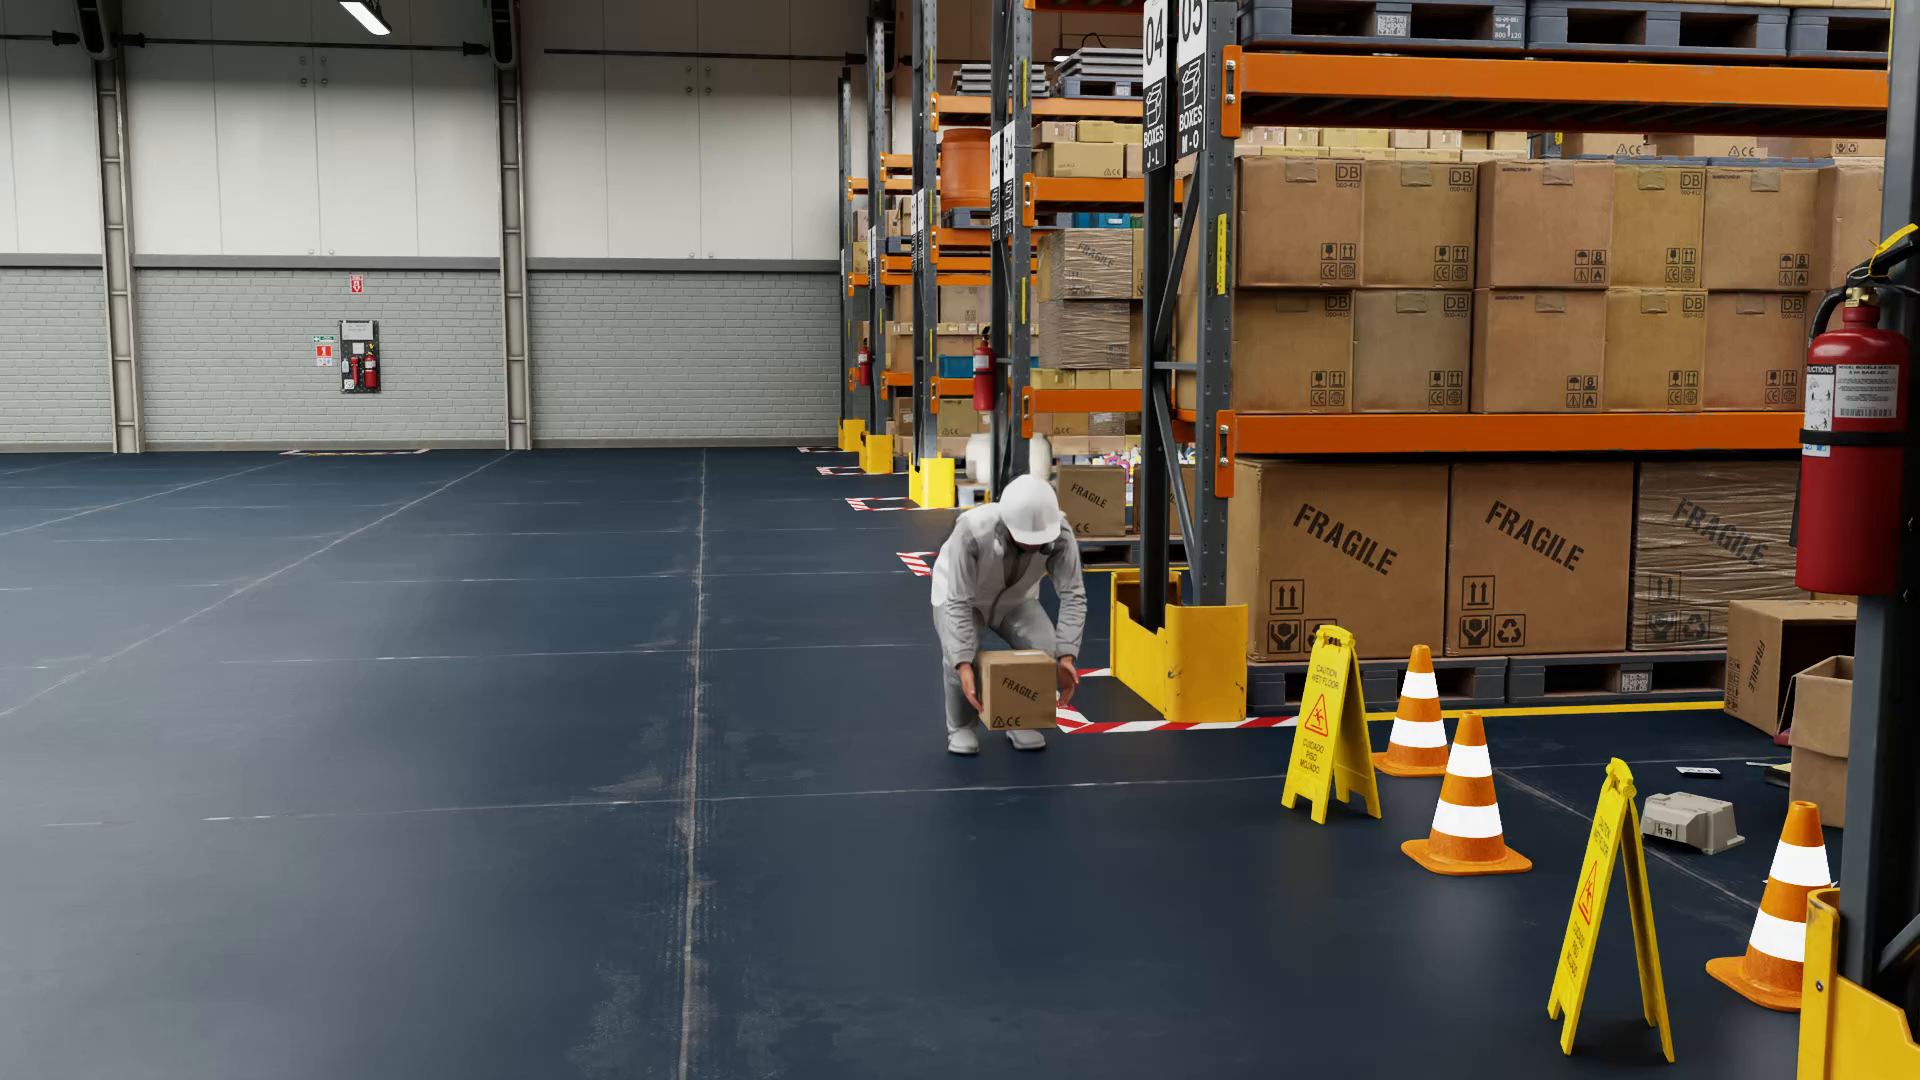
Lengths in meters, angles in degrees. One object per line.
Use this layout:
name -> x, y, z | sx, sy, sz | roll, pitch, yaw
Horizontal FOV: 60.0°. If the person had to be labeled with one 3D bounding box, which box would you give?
person -> 0.188, 0.280, 6.521 | 0.556, 1.125, 0.866 | -1, 7, -9
